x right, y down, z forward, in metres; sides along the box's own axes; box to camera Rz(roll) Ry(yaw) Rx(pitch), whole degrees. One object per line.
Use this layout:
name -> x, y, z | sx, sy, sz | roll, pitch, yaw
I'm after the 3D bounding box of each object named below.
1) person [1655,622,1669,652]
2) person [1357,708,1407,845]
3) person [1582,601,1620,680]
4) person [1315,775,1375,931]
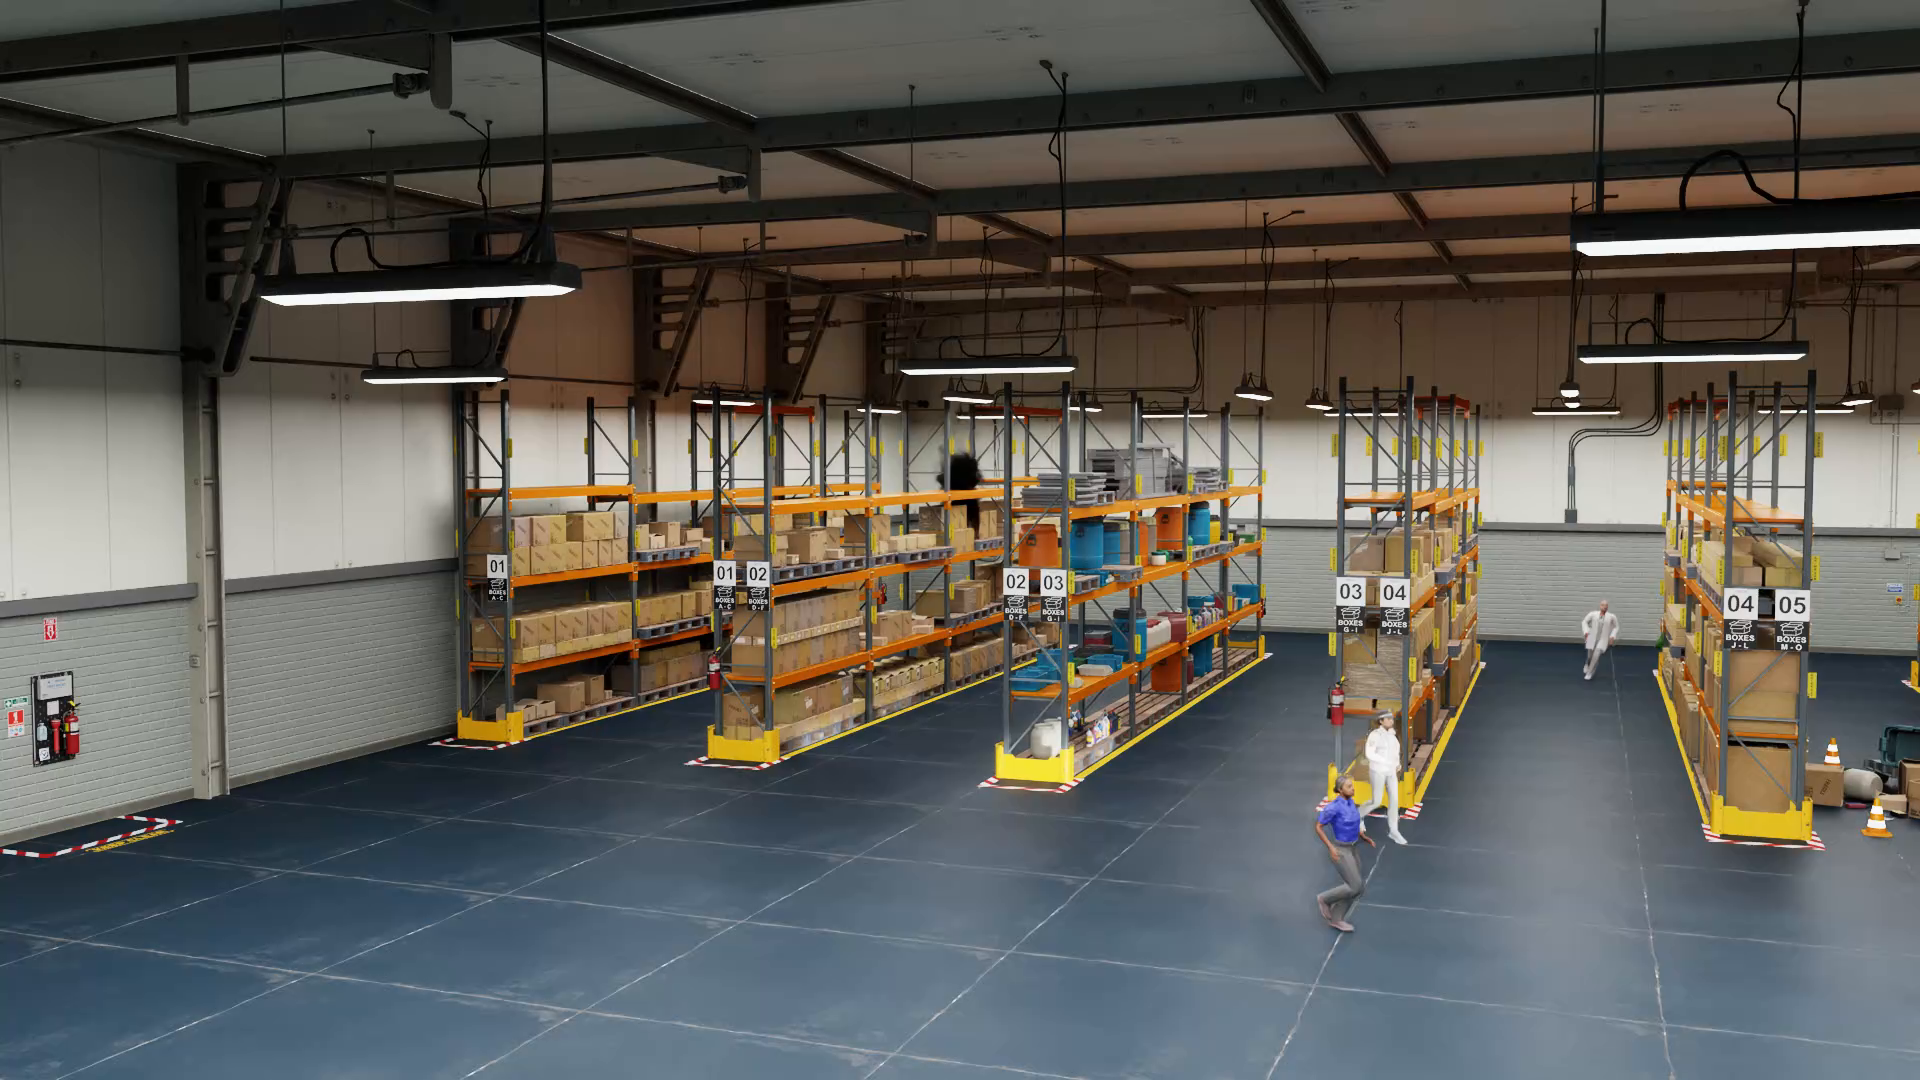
person -> 15.978, 2.080, 37.408 | 0.549, 1.738, 0.643 | 0, 3, 6
person -> 5.405, 2.985, 21.314 | 0.638, 1.716, 0.819 | -2, 4, -33
person -> 13.850, 2.209, 35.972 | 0.762, 1.619, 0.763 | 1, 3, 23
person -> 4.010, 3.247, 17.222 | 0.557, 1.611, 0.581 | 3, 4, 43
